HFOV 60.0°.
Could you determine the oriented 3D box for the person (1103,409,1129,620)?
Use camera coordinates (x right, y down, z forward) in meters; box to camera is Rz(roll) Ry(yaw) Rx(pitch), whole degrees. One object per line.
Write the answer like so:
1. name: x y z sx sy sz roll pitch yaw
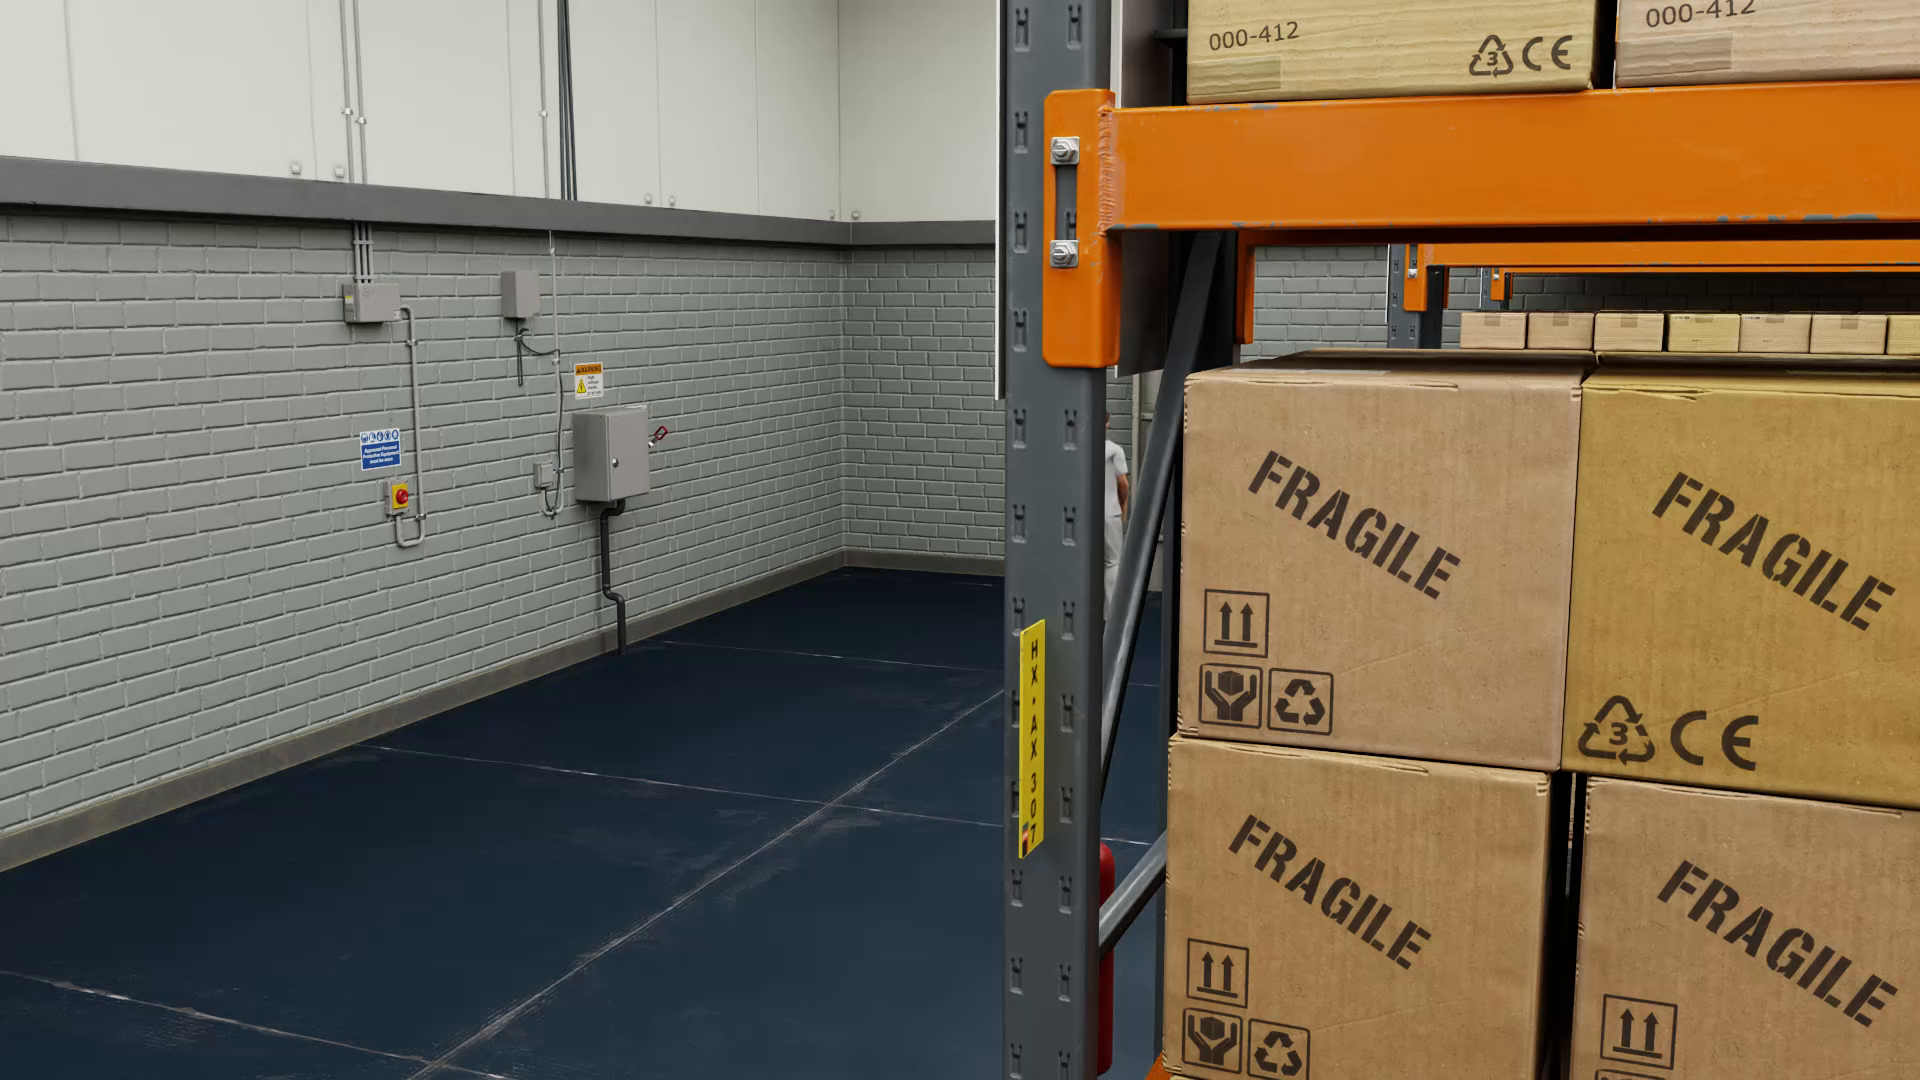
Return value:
1. person: 1.045 -0.178 12.505 0.465 1.675 0.461 3 9 20
